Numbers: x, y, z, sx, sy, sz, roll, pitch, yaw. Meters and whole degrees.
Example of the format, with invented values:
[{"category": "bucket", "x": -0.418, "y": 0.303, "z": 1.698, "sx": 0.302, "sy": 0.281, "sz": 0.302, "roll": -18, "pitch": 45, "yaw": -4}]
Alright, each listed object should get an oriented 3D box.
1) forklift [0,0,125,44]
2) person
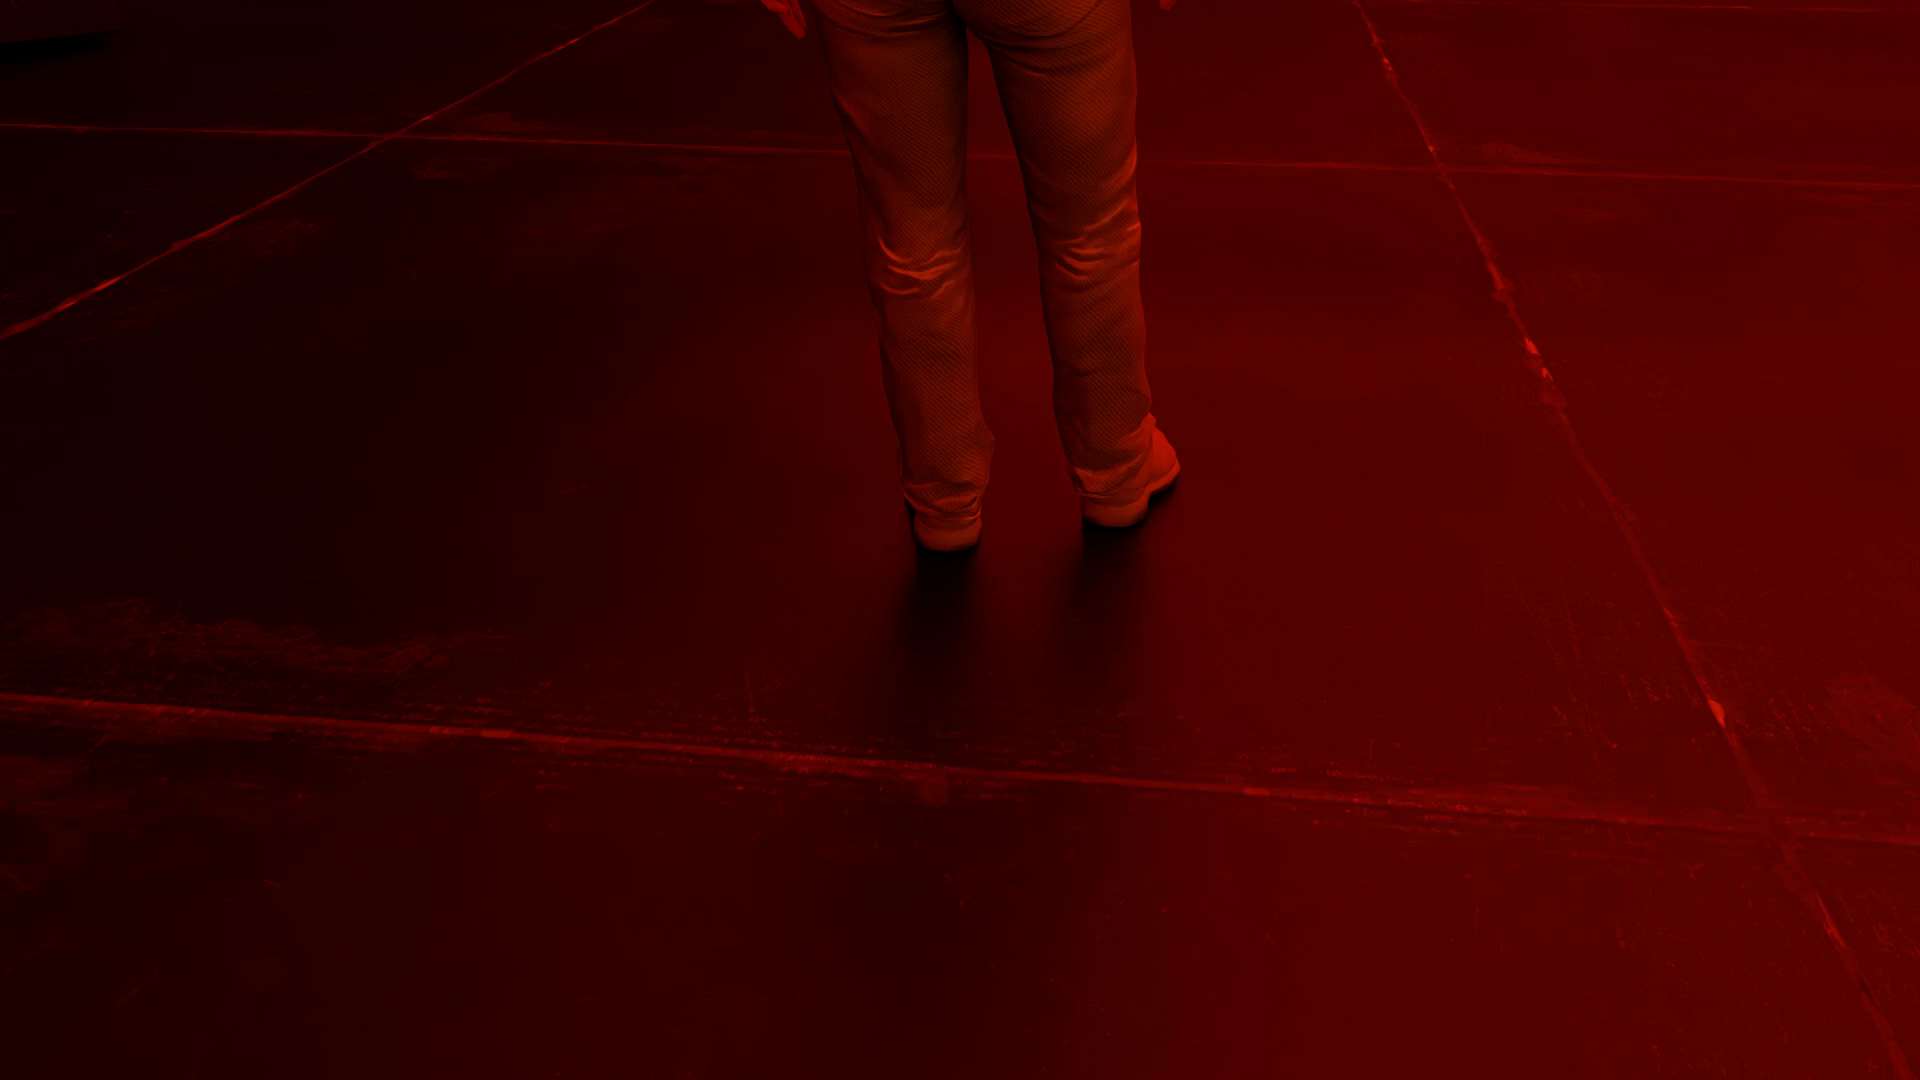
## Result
[{"category": "forklift", "x": -4.454, "y": -3.449, "z": 6.131, "sx": 1.130, "sy": 2.935, "sz": 3.031, "roll": -23, "pitch": 35, "yaw": -38}, {"category": "person", "x": 0.017, "y": -0.825, "z": 2.156, "sx": 0.632, "sy": 1.768, "sz": 0.568, "roll": 3, "pitch": 27, "yaw": 7}]
